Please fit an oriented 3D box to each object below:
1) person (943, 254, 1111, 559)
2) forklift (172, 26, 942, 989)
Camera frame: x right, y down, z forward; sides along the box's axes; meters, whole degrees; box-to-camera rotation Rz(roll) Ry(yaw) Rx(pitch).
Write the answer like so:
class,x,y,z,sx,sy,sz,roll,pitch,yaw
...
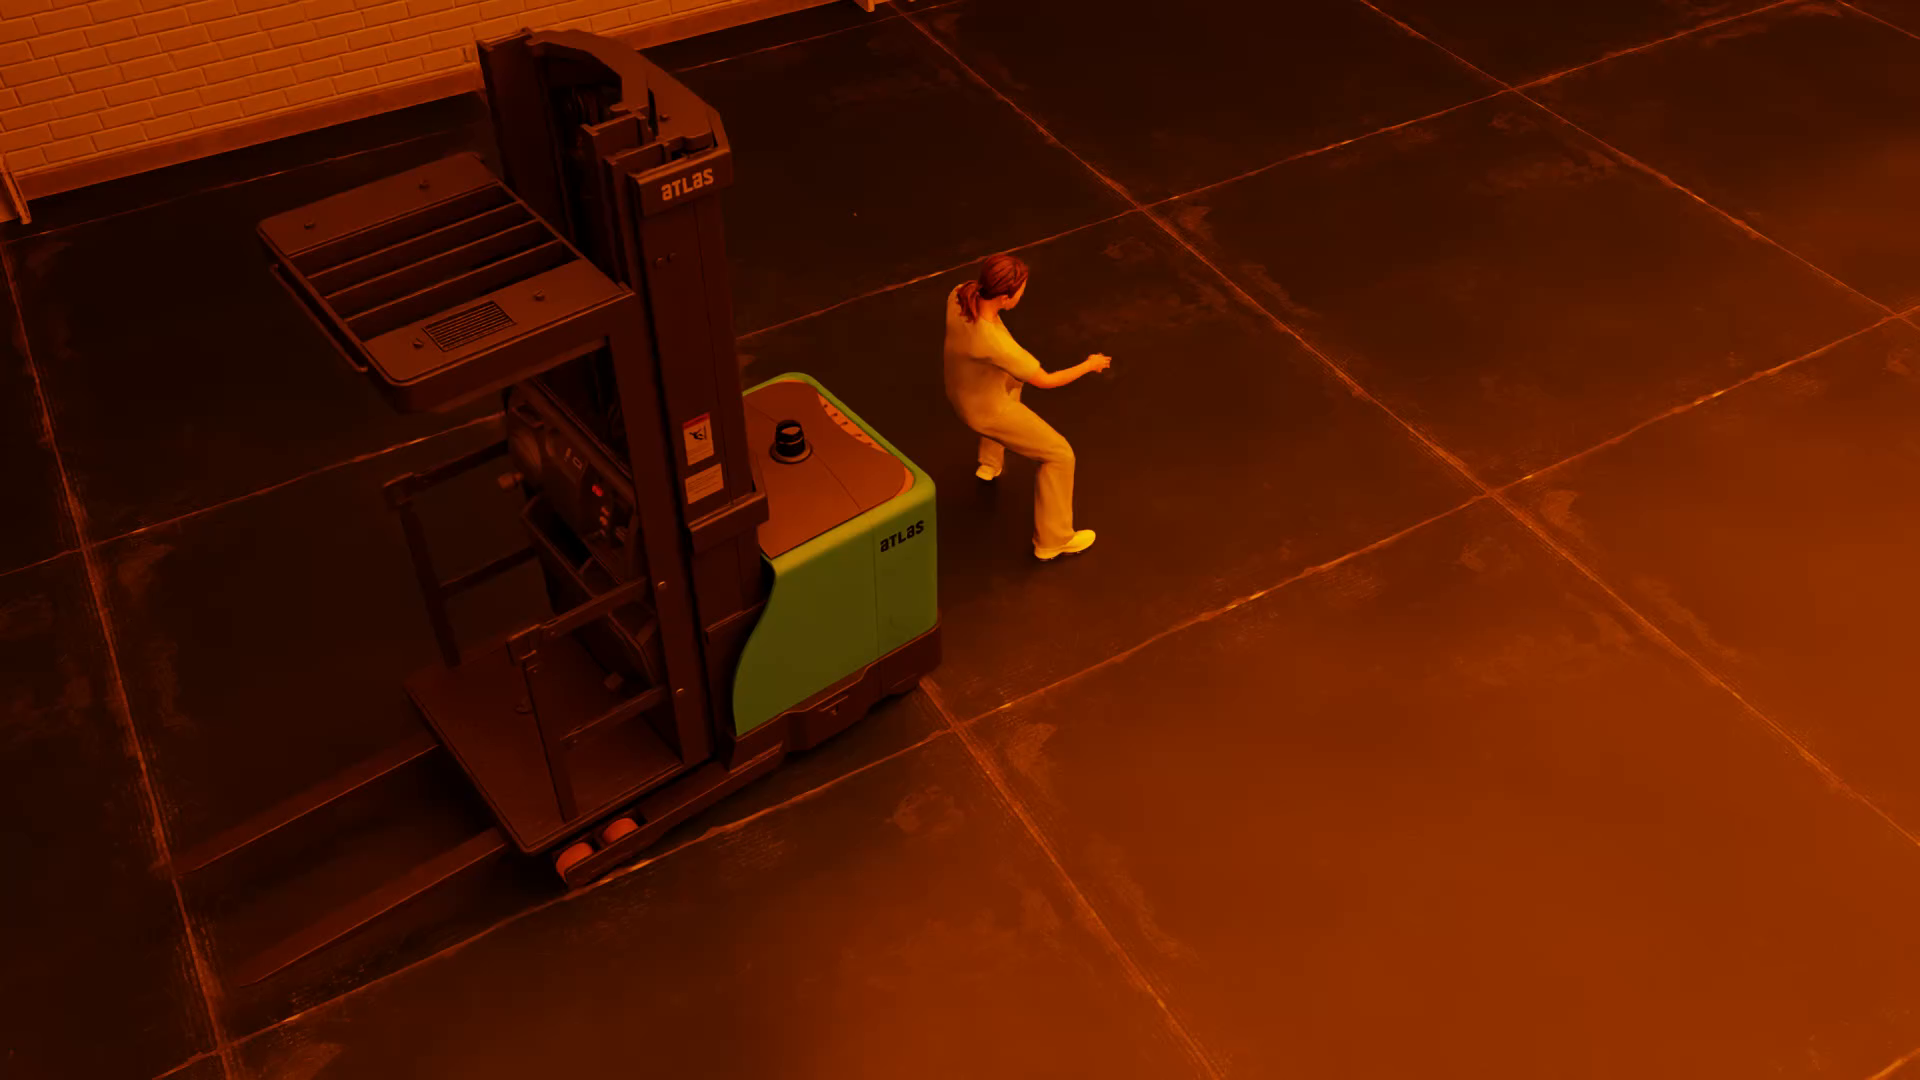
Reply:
class,x,y,z,sx,sy,sz,roll,pitch,yaw
person,0.276,-0.714,7.529,0.707,1.484,0.855,-18,46,-18
forklift,-1.552,-0.152,5.861,3.031,2.935,1.130,-28,50,-27
